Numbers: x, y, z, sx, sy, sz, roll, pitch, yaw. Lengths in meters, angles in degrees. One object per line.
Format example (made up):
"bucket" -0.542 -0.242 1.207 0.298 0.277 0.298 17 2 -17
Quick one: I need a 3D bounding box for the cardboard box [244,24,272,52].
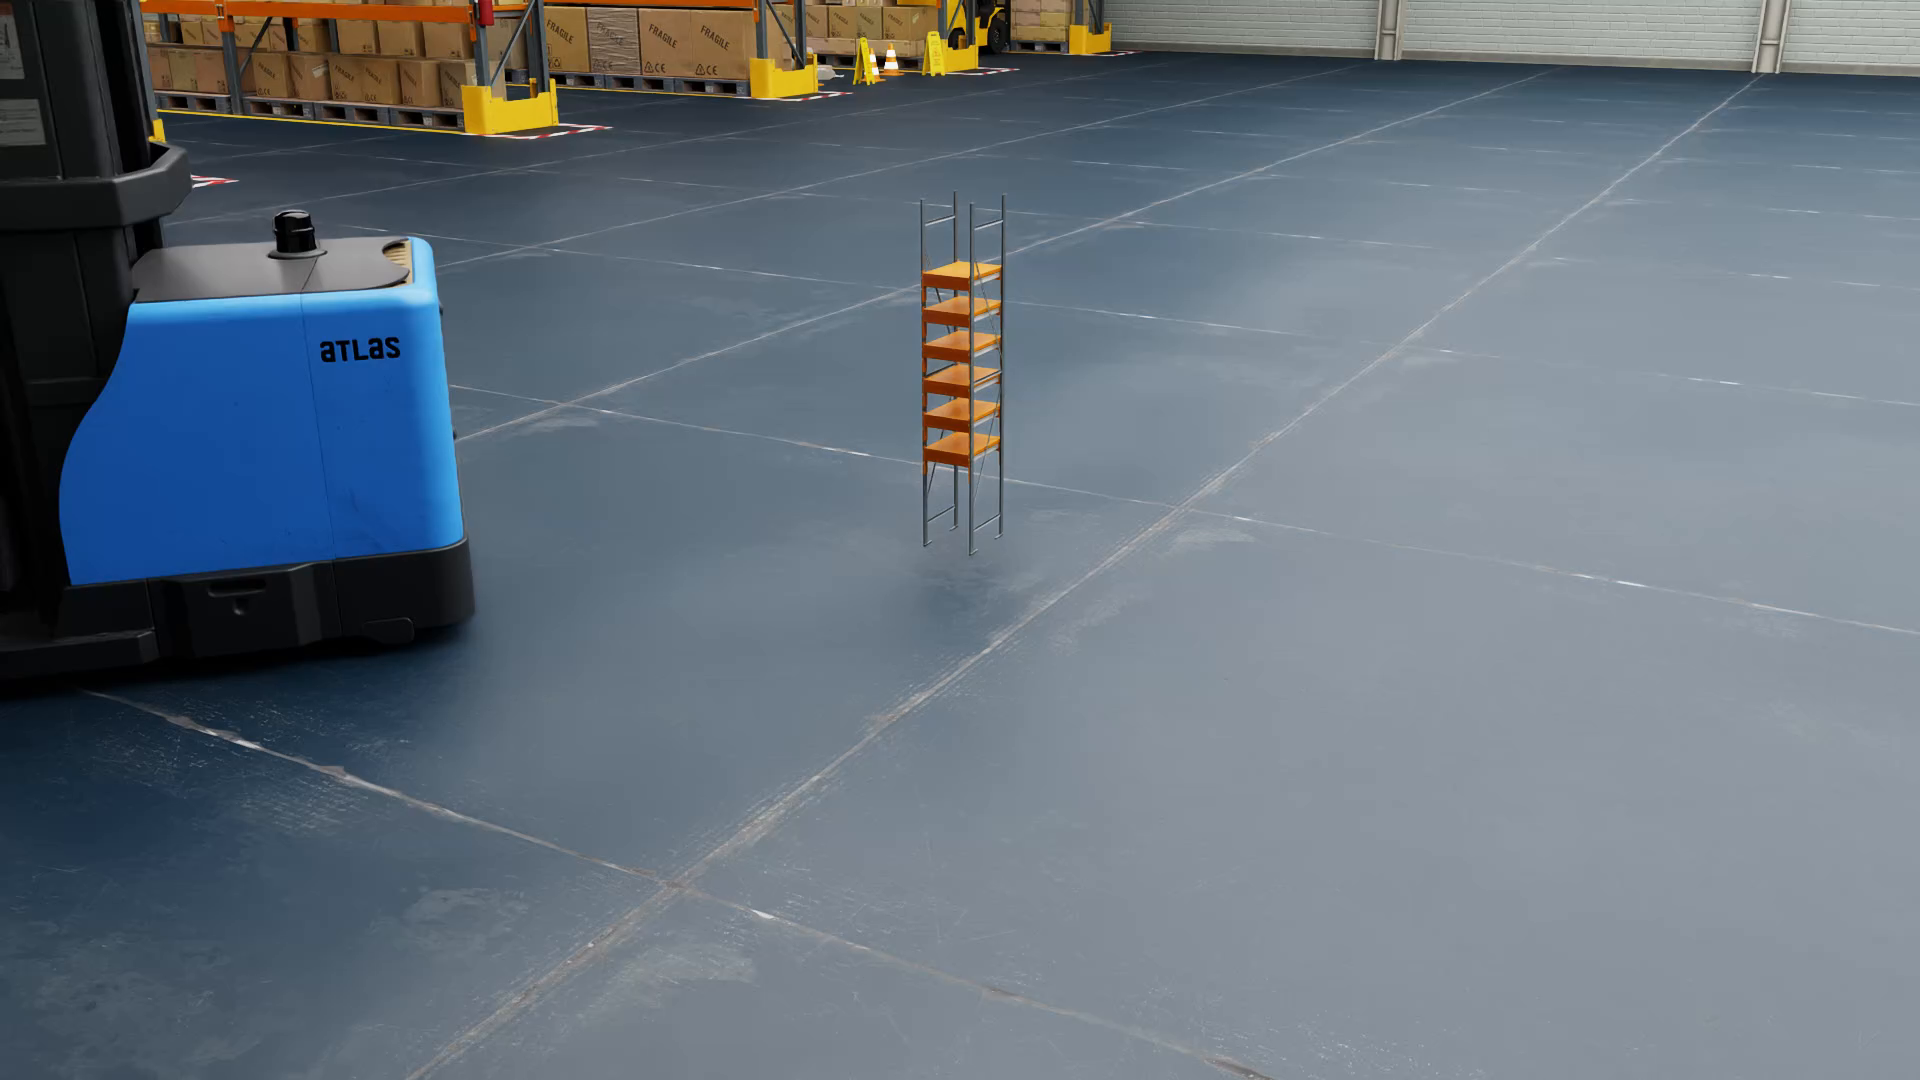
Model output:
"cardboard box" -10.984 -7.966 26.477 0.500 0.500 0.500 10 22 25

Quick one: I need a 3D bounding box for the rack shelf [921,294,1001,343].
"rack shelf" 0.013 -0.745 5.587 0.180 0.103 0.258 11 23 27

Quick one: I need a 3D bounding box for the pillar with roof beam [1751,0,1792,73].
"pillar with roof beam" 10.575 -10.307 21.082 0.400 9.000 9.100 11 23 27

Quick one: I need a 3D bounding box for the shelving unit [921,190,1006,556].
"shelving unit" 0.013 -0.562 5.654 0.189 1.200 0.258 11 23 27

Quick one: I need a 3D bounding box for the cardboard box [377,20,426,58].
"cardboard box" -8.108 -7.609 25.126 0.750 0.750 1.050 11 23 28

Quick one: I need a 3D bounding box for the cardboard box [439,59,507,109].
"cardboard box" -5.421 -5.082 18.527 0.500 0.500 0.500 16 25 37

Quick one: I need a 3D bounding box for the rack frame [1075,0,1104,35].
"rack frame" 2.367 -10.380 30.081 0.127 3.000 1.000 11 23 27

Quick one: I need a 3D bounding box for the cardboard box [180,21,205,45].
"cardboard box" -12.337 -8.227 27.197 0.500 0.500 0.500 12 23 29

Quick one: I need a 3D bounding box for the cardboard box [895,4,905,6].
"cardboard box" -1.100 -8.465 27.118 0.500 0.500 0.500 10 22 25

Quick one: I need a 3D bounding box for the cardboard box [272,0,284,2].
"cardboard box" -7.668 -6.256 19.080 0.250 0.149 0.380 11 23 27

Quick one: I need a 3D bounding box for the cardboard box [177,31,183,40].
"cardboard box" -13.013 -8.559 28.191 0.250 0.149 0.380 12 23 30

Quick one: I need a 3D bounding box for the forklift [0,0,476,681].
"forklift" -3.047 -1.077 4.537 3.031 2.935 1.130 -6 21 -17

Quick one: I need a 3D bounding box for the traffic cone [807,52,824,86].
"traffic cone" -2.148 -6.730 23.738 0.334 0.463 0.336 11 23 27

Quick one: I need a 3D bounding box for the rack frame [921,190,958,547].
"rack frame" -0.067 -0.577 5.696 0.006 1.200 0.240 11 23 27

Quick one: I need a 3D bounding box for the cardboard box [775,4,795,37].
"cardboard box" -2.686 -8.560 27.381 0.500 0.500 0.500 12 23 29

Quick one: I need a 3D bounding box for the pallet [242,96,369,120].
"pallet" -7.772 -5.204 19.903 1.213 0.211 1.003 11 23 27

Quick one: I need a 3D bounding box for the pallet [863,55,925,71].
"pallet" -0.809 -7.749 26.918 1.213 0.211 1.003 11 23 27

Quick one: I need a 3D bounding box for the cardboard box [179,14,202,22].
"cardboard box" -12.337 -8.580 27.070 0.500 0.250 0.500 10 22 25

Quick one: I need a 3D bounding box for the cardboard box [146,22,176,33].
"cardboard box" -13.291 -8.525 27.661 0.250 0.149 0.380 12 23 29

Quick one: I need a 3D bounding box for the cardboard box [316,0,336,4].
"cardboard box" -7.019 -6.128 18.727 0.250 0.149 0.380 11 23 27

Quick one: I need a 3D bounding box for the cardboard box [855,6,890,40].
"cardboard box" -1.335 -8.300 26.665 0.500 0.500 0.500 12 23 29

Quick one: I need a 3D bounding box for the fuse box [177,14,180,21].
"fuse box" -17.802 -12.488 37.784 0.414 1.711 0.539 11 23 27

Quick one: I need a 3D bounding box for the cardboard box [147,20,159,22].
"cardboard box" -13.748 -8.790 28.391 0.250 0.149 0.380 10 22 26

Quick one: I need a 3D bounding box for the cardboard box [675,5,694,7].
"cardboard box" -5.523 -10.825 34.359 0.500 0.500 0.500 10 22 26

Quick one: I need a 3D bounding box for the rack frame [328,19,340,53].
"rack frame" -9.361 -8.741 25.565 0.127 3.000 1.000 11 23 27

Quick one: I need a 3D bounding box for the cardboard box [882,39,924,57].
"cardboard box" -0.909 -7.865 26.564 0.500 0.250 0.500 11 23 27

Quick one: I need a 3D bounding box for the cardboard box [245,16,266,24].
"cardboard box" -10.968 -8.322 26.358 0.500 0.250 0.500 11 23 29

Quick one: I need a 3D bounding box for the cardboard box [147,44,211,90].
"cardboard box" -9.797 -5.935 20.847 0.500 0.500 0.700 9 22 23

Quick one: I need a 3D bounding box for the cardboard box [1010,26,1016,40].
"cardboard box" 0.940 -9.440 30.907 0.500 0.250 0.500 11 23 28

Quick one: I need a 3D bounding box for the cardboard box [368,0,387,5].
"cardboard box" -6.333 -6.022 18.436 0.250 0.149 0.380 11 23 27

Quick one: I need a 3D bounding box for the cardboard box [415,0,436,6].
"cardboard box" -5.695 -5.887 18.064 0.250 0.149 0.380 11 23 27

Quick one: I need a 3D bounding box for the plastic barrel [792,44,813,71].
"plastic barrel" -2.593 -7.583 26.150 0.512 0.421 0.421 -7 21 -20

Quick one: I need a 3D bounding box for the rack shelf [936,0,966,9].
"rack shelf" -1.797 -8.896 27.045 4.000 0.370 1.077 11 23 27

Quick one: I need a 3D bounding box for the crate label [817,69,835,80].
"crate label" -2.017 -6.969 24.875 0.298 0.136 0.250 0 20 -1

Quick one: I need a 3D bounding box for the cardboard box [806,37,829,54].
"cardboard box" -2.224 -8.120 27.268 0.500 0.250 0.500 10 22 27

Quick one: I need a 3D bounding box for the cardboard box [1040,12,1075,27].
"cardboard box" 1.789 -9.508 30.360 0.500 0.250 0.500 10 22 27

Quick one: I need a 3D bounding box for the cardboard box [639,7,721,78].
"cardboard box" -3.770 -6.848 22.846 0.875 0.875 0.875 10 22 26

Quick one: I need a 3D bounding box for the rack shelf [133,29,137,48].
"rack shelf" -9.045 -4.471 14.847 4.000 0.370 1.077 11 23 27

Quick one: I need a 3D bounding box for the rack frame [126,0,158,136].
"rack frame" -7.299 -4.477 13.808 0.127 3.000 1.000 11 23 27

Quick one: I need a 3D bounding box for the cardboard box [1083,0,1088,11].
"cardboard box" 2.039 -9.891 30.684 0.500 0.250 0.500 10 22 26

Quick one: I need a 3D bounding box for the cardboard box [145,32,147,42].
"cardboard box" -13.525 -8.403 27.760 0.250 0.149 0.380 10 22 25

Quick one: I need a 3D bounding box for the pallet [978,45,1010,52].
"pallet" 0.617 -9.387 31.433 1.213 0.211 1.003 11 23 27

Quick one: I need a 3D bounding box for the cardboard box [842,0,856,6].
"cardboard box" -1.678 -8.648 26.671 0.250 0.149 0.380 12 23 30

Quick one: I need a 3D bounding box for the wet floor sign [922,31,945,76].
"wet floor sign" -0.407 -7.445 25.442 0.267 0.644 0.232 -16 26 -38

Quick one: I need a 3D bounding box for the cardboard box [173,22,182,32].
"cardboard box" -13.053 -8.663 28.039 0.250 0.149 0.380 12 23 29

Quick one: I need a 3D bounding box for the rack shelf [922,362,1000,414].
"rack shelf" 0.013 -0.520 5.669 0.180 0.103 0.258 11 23 27

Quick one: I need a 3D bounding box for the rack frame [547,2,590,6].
"rack frame" -7.035 -10.232 29.673 0.127 3.000 1.000 11 23 27

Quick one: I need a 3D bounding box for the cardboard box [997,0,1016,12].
"cardboard box" 0.918 -9.903 30.715 0.500 0.250 0.500 11 23 28

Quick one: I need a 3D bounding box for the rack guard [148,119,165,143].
"rack guard" -7.389 -3.300 14.230 0.348 0.500 1.175 11 23 27

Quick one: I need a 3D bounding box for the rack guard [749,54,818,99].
"rack guard" -2.356 -6.232 22.312 0.348 0.500 1.175 11 23 27

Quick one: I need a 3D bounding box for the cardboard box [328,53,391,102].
"cardboard box" -6.962 -5.388 19.368 0.500 0.500 0.500 9 22 23

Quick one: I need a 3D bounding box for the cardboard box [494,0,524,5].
"cardboard box" -5.016 -5.952 18.242 0.250 0.149 0.380 11 23 27

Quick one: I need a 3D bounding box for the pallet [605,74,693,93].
"pallet" -4.174 -6.413 23.235 1.213 0.211 1.003 11 23 27
